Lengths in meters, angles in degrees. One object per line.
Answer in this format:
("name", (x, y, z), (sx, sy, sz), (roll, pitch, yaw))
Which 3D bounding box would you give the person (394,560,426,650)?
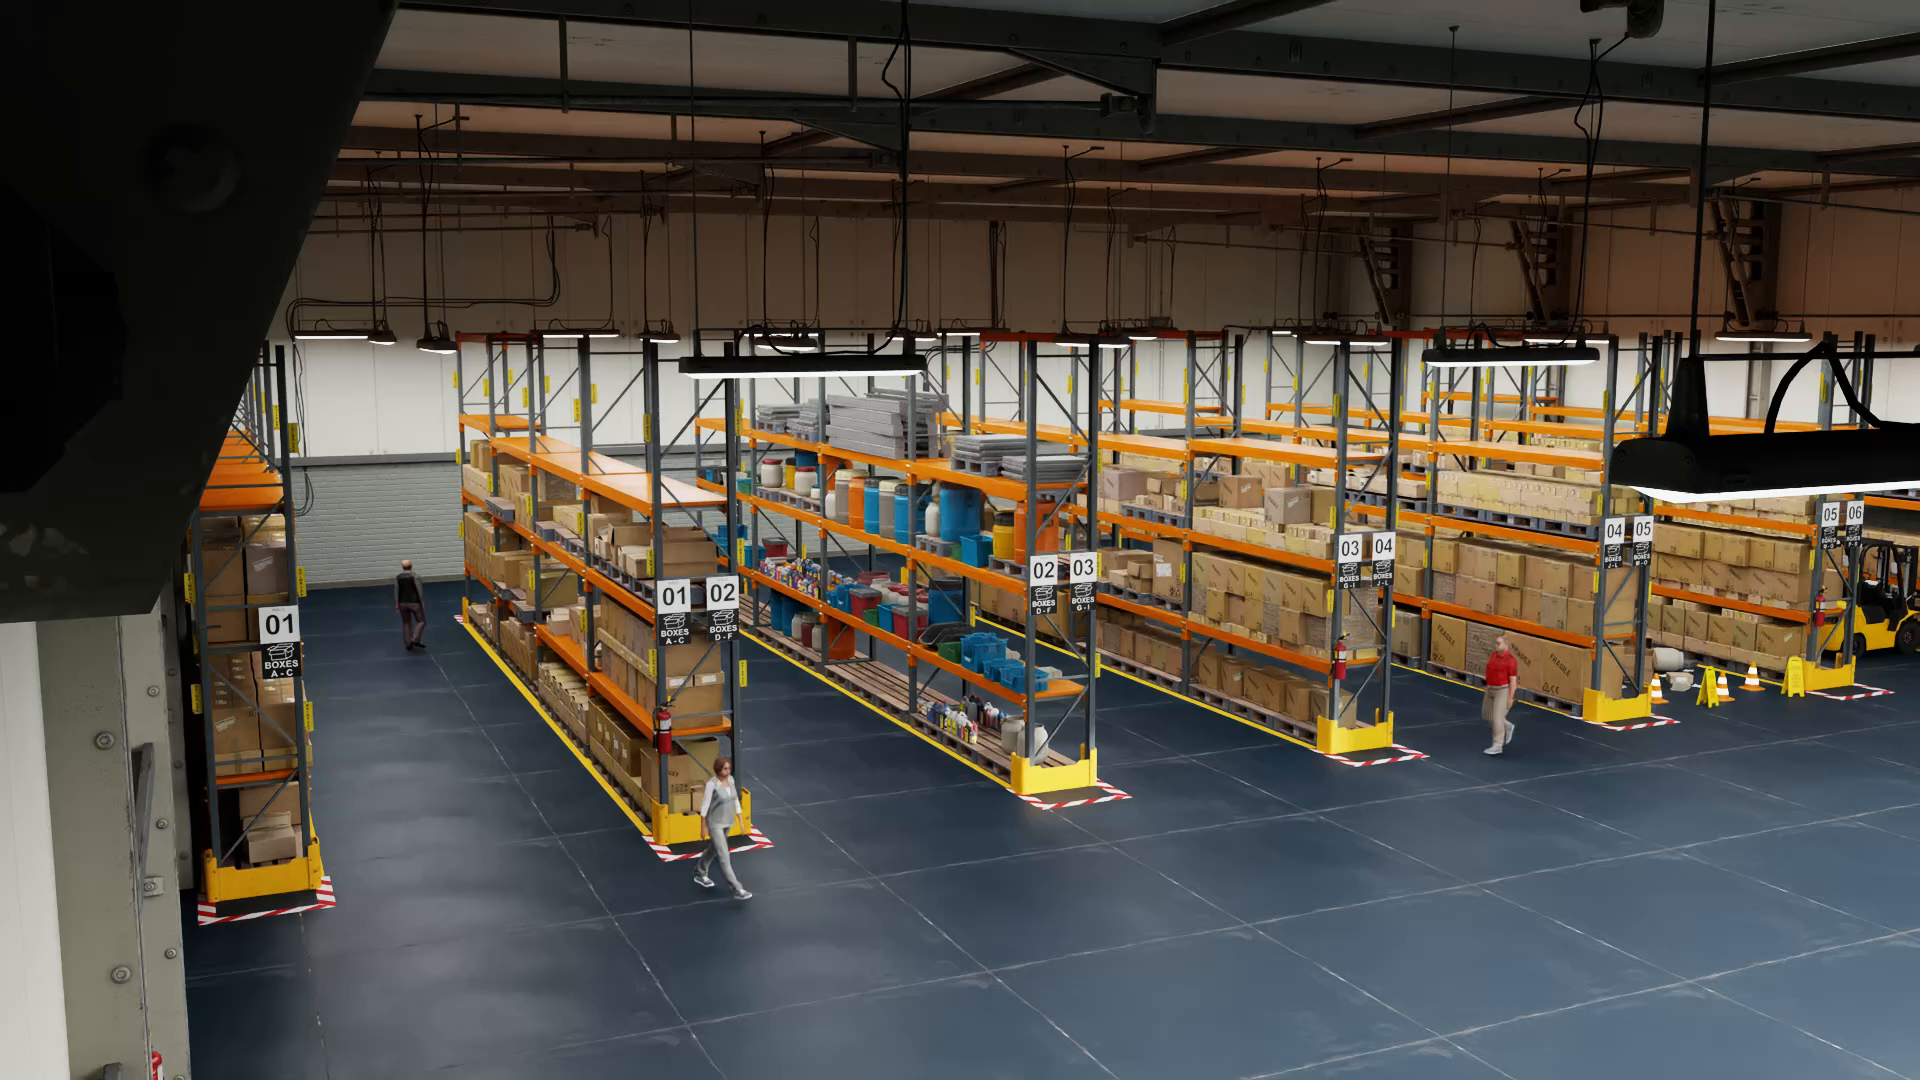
("person", (-10.452, 1.235, 31.569), (0.566, 1.723, 0.498), (1, 8, 4))

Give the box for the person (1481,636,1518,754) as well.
("person", (7.878, 2.222, 24.138), (0.730, 1.703, 0.545), (-4, 9, -26))

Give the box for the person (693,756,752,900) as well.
("person", (-2.573, 3.111, 18.148), (1.003, 1.536, 0.436), (5, 9, 31))
